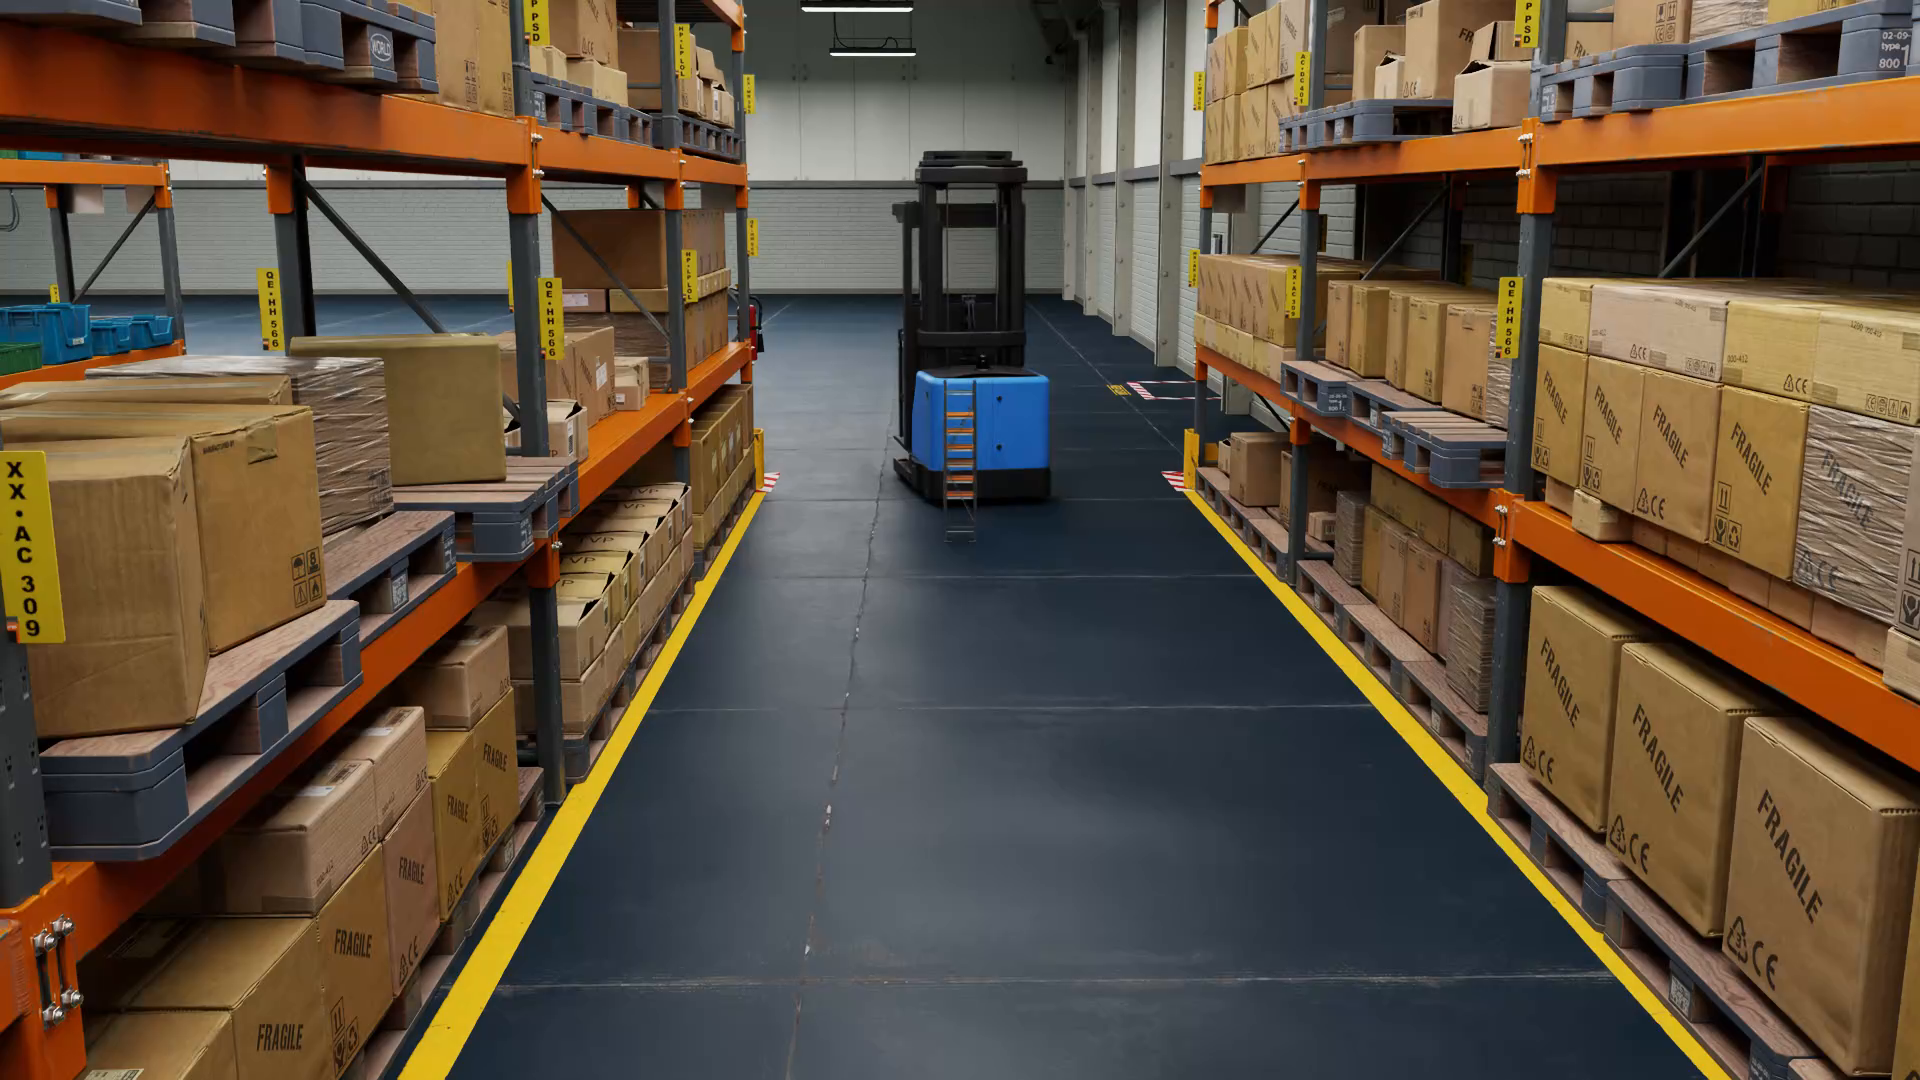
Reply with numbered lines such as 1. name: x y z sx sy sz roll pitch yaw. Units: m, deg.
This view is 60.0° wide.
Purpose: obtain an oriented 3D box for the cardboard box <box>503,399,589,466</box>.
1. cardboard box: -2.009 -0.488 7.647 0.500 0.311 0.500 0 11 -2

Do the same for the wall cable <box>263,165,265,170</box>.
1. wall cable: -17.877 -12.897 44.944 2.305 6.003 0.169 0 11 -1

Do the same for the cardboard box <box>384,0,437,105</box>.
1. cardboard box: -2.120 -1.581 5.013 0.910 0.500 0.500 0 11 -1

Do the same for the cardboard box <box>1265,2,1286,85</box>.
1. cardboard box: 2.383 -3.397 11.396 0.500 0.500 0.500 0 11 2

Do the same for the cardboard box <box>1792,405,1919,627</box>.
1. cardboard box: 2.568 -0.076 4.340 0.500 0.500 0.500 0 11 -1

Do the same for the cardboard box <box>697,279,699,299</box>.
1. cardboard box: -2.109 -1.826 12.132 0.380 0.149 0.250 -1 11 -3

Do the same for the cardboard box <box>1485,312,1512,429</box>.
1. cardboard box: 2.749 -0.733 7.268 0.700 0.500 0.500 -2 12 -8

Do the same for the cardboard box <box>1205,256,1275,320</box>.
1. cardboard box: 2.313 -2.074 13.680 0.500 0.500 0.500 0 11 -1

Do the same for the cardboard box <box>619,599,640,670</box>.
1. cardboard box: -1.929 0.480 8.510 0.500 0.250 0.500 -1 11 -3

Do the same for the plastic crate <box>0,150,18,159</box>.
1. plastic crate: -6.979 -2.810 11.855 0.336 0.188 0.450 0 11 -1

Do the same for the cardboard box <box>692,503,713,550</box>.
1. cardboard box: -1.973 -0.100 11.369 0.500 0.250 0.500 0 11 -1

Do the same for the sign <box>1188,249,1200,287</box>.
1. sign: 2.061 -2.387 14.603 0.100 0.325 0.005 0 11 -1

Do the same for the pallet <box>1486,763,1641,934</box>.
1. pallet: 2.710 1.149 6.365 1.003 0.211 1.213 0 11 -1

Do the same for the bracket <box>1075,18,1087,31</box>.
1. bracket: 2.640 -11.220 36.179 0.235 0.232 0.430 0 11 -1

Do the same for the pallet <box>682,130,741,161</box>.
1. pallet: -2.360 -3.230 13.613 1.003 0.211 1.213 0 11 -1

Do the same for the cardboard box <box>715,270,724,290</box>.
1. cardboard box: -2.138 -2.133 13.644 0.380 0.149 0.250 0 11 -2

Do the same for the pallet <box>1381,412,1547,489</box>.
1. pallet: 2.648 -0.422 7.577 1.213 0.211 1.003 0 11 -1

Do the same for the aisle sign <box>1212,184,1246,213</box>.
1. aisle sign: 2.302 -3.252 14.506 0.394 0.787 0.004 0 11 -1

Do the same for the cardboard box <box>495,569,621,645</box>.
1. cardboard box: -1.920 0.304 7.967 0.500 0.311 0.500 -1 11 -3

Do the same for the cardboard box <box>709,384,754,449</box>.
1. cardboard box: -2.040 -1.064 14.234 0.500 0.500 0.500 0 11 -1

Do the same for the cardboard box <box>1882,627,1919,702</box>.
1. cardboard box: 2.508 0.314 4.050 0.380 0.149 0.250 0 11 -1

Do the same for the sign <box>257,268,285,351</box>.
1. sign: -2.739 -0.918 6.628 0.100 0.325 0.005 0 11 -1

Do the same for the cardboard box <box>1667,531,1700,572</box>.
1. cardboard box: 2.604 0.009 5.550 0.380 0.149 0.250 0 11 0

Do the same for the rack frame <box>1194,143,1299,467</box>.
1. rack frame: 2.603 -1.965 14.700 1.000 3.000 0.127 0 11 -1

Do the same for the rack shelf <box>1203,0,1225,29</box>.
1. rack shelf: 2.645 -4.153 12.216 1.077 0.370 4.000 0 11 -1

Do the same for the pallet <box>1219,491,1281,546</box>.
1. pallet: 2.609 -0.180 12.914 1.003 0.211 1.213 0 11 -1

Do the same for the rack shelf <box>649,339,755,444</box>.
1. rack shelf: -2.308 -1.194 12.708 1.077 0.370 4.000 0 11 -1

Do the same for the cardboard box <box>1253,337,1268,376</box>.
1. cardboard box: 2.371 -1.298 11.740 0.500 0.250 0.500 0 11 -1

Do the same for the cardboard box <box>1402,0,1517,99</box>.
1. cardboard box: 2.643 -2.541 8.685 0.500 0.500 0.500 -1 11 -3

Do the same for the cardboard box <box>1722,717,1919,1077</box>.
1. cardboard box: 2.687 0.963 4.619 0.750 0.750 0.750 0 11 1

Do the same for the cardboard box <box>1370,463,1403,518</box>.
1. cardboard box: 2.730 -0.294 9.759 0.500 0.250 0.500 0 11 -2

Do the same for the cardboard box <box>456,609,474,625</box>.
1. cardboard box: -2.441 0.410 7.442 0.500 0.311 0.500 0 11 0

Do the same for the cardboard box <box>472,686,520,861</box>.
1. cardboard box: -1.930 0.841 6.051 0.500 0.500 0.500 0 11 1

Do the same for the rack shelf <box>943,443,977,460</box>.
1. rack shelf: 0.000 -0.665 12.439 0.258 0.103 0.180 0 11 -1

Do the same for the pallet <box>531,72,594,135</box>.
1. pallet: -2.287 -1.866 7.141 1.213 0.211 1.003 0 11 1

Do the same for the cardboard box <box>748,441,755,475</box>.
1. cardboard box: -2.043 -0.697 14.308 0.500 0.250 0.500 0 11 -1

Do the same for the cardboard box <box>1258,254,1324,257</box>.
1. cardboard box: 2.826 -2.176 14.181 0.500 0.500 0.500 0 11 -2

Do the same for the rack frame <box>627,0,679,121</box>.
1. rack frame: -2.266 -4.089 10.080 1.000 3.000 0.127 0 11 -1

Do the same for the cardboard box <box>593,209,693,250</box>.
1. cardboard box: -2.303 -2.122 11.958 0.700 0.500 0.500 0 11 -1

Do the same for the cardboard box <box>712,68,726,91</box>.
1. cardboard box: -2.341 -3.625 13.669 0.797 0.503 0.637 1 11 3

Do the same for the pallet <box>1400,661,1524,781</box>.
1. pallet: 2.754 0.837 7.905 1.003 0.211 1.213 0 11 -1

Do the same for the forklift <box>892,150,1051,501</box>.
1. forklift: -0.010 -2.014 15.112 1.130 2.935 3.031 -2 12 -11

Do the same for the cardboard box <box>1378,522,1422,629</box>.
1. cardboard box: 2.749 0.190 9.259 0.700 0.500 0.500 0 11 -1

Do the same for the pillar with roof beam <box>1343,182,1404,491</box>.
1. pillar with roof beam: -0.821 -4.752 13.348 9.100 9.000 0.400 0 11 -1

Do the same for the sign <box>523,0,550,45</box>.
1. sign: -1.641 -2.079 6.417 0.100 0.325 0.005 0 11 -1

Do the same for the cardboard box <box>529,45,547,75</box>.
1. cardboard box: -2.279 -2.264 7.950 0.500 0.250 0.500 0 11 -2

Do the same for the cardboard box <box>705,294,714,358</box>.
1. cardboard box: -2.332 -1.697 13.128 0.700 0.500 0.500 0 11 -1

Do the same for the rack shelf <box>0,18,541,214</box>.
1. rack shelf: -2.142 -1.074 4.571 1.077 0.370 4.000 0 11 -1

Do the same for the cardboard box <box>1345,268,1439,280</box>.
1. cardboard box: 2.885 -1.568 11.184 0.500 0.500 0.500 -1 11 -2

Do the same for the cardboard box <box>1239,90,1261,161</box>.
1. cardboard box: 2.383 -3.110 12.497 0.500 0.500 0.500 0 11 2

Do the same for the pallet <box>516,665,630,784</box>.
1. pallet: -2.162 0.849 7.842 1.003 0.211 1.213 0 11 -1

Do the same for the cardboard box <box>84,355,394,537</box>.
1. cardboard box: -2.230 -0.301 5.191 0.700 0.500 0.500 2 12 10

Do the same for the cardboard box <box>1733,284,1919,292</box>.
1. cardboard box: 3.045 -0.755 5.799 0.500 0.250 0.500 -1 11 -3

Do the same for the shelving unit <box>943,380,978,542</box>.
1. shelving unit: 0.000 -0.591 12.454 0.258 1.200 0.189 0 11 -1
